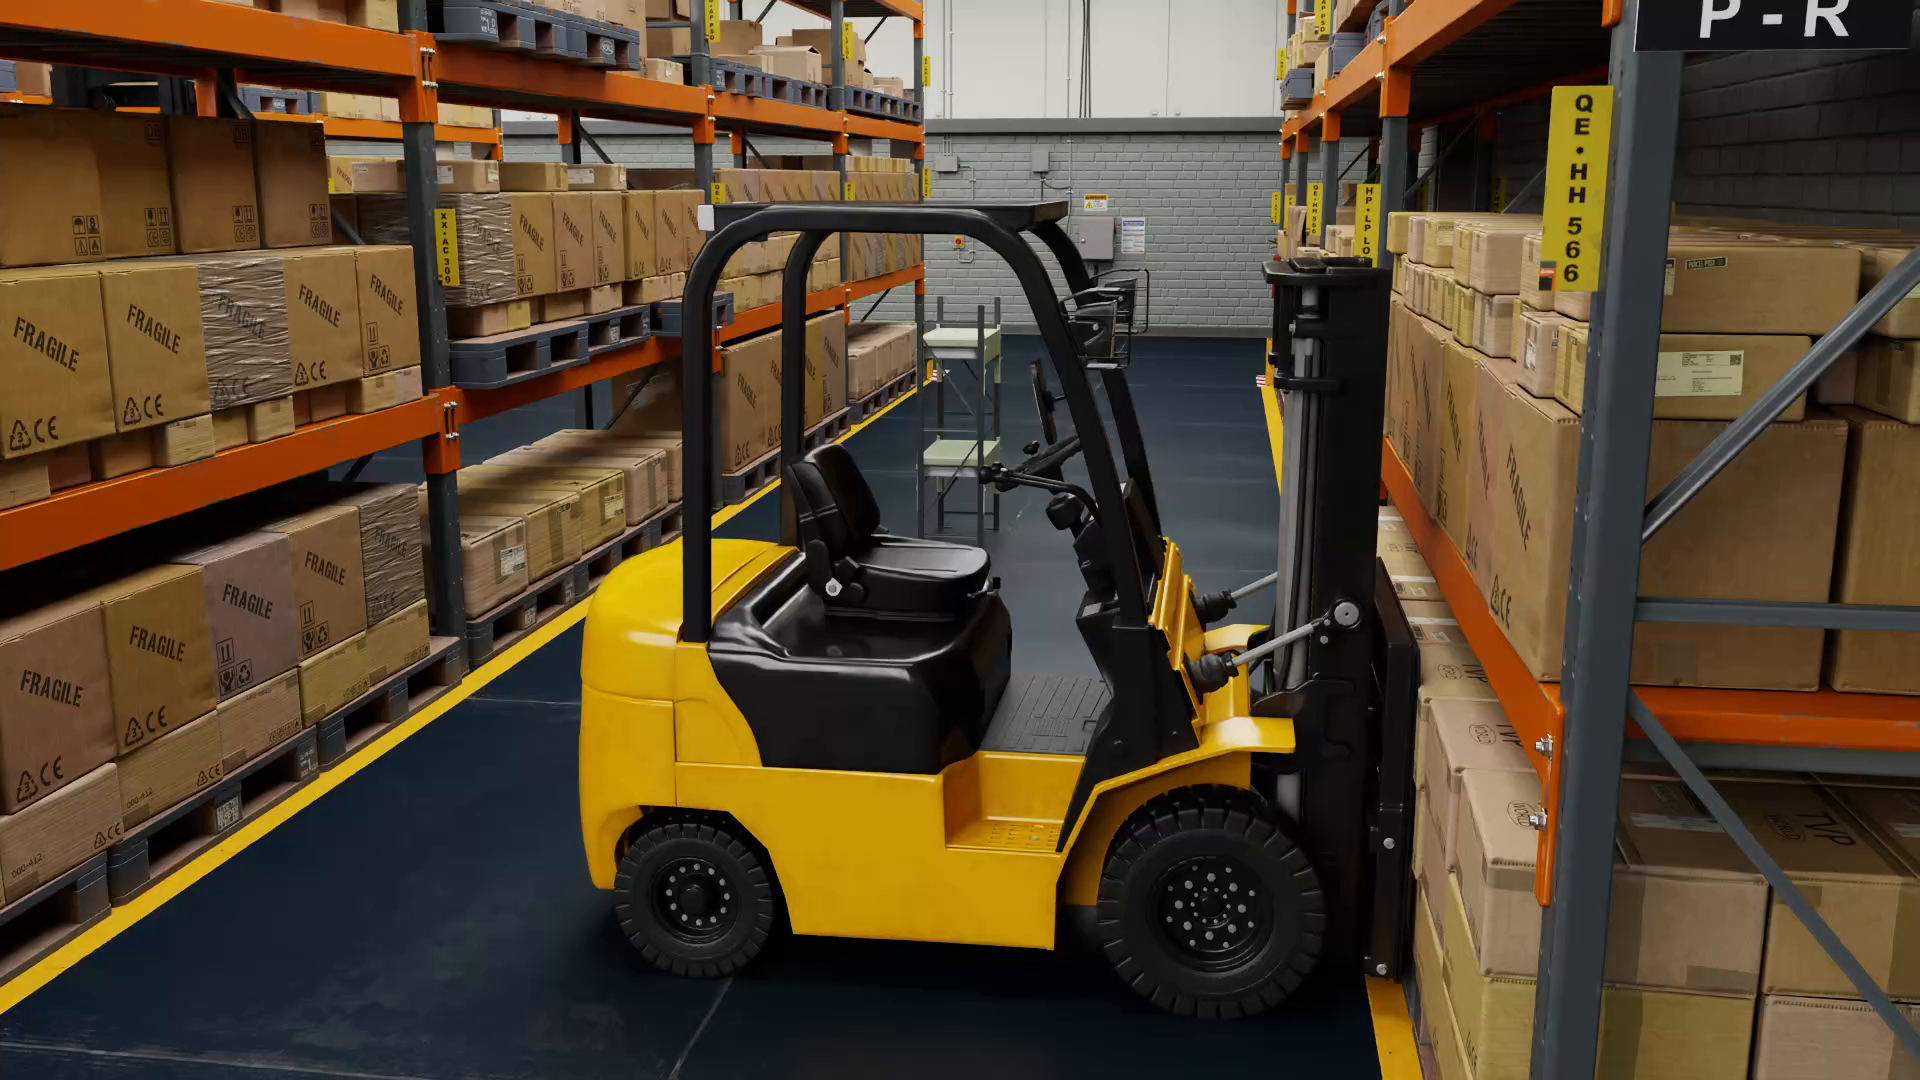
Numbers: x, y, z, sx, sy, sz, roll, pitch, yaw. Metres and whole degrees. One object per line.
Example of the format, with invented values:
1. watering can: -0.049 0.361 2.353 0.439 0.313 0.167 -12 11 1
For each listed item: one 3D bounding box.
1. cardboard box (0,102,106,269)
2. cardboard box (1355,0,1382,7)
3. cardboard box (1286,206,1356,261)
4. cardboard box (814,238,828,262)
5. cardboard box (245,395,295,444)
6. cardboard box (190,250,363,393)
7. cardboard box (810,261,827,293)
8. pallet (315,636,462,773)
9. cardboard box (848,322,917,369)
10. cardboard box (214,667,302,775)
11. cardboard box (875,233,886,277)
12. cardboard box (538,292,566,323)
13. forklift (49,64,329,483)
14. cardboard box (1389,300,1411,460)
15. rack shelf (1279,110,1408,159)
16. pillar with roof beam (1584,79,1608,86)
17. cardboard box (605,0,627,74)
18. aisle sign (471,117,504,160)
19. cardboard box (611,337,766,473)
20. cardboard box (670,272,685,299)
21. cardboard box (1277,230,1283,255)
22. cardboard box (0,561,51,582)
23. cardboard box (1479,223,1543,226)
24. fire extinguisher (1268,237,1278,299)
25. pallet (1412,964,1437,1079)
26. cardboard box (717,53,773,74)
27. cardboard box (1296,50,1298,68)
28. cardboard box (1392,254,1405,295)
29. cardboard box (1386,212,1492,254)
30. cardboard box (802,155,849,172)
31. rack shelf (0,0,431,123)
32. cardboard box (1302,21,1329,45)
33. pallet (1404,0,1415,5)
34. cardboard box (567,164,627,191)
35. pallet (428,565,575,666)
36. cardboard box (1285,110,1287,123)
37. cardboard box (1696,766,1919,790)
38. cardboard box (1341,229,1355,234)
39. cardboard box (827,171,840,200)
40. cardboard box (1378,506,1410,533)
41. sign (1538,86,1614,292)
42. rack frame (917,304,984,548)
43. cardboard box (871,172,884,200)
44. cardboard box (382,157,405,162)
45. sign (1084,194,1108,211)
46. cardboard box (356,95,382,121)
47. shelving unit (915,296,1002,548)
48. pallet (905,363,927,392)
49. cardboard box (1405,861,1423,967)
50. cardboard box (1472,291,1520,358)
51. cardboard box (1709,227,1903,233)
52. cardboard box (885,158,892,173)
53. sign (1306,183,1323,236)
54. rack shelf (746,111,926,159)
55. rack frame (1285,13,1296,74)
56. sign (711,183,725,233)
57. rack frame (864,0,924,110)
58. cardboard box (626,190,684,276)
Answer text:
1. cardboard box: -3.234 -1.134 5.320 0.700 0.500 0.500 2 12 8
2. cardboard box: 2.136 -2.693 8.113 0.380 0.149 0.250 2 12 8
3. cardboard box: 3.083 -2.522 13.844 0.700 0.500 0.500 2 12 10
4. cardboard box: -1.424 -2.489 14.092 0.500 0.250 0.500 2 12 10
5. cardboard box: -2.659 -0.445 6.036 0.380 0.149 0.250 2 12 8
6. cardboard box: -2.652 -0.843 6.341 0.500 0.500 0.500 2 12 11
7. cardboard box: -1.426 -2.241 14.128 0.500 0.250 0.500 2 12 8
8. pallet: -2.826 0.648 6.987 1.003 0.211 1.213 2 12 9
9. cardboard box: -0.914 -2.167 18.512 0.875 0.438 0.875 1 12 7
10. cardboard box: -2.737 0.631 5.975 0.500 0.250 0.500 2 12 10
11. cardboard box: -1.032 -2.868 16.443 0.500 0.500 0.500 2 12 9
12. cardboard box: -2.264 -1.209 8.583 0.380 0.149 0.250 2 12 10
13. forklift: -5.037 -1.334 9.725 1.130 2.935 3.031 2 12 9
14. cardboard box: 1.758 -0.552 5.699 0.500 0.500 0.500 2 12 10
15. rack shelf: 3.686 -3.893 16.024 1.077 0.370 4.000 2 12 9
16. pillar with roof beam: -0.801 -4.301 9.089 9.100 9.000 0.400 2 12 9
17. cardboard box: -2.348 -2.888 9.407 0.797 0.503 0.637 2 12 9
18. aisle sign: -5.511 -4.770 19.337 0.394 0.787 0.004 2 12 9
19. cardboard box: -1.954 -0.997 12.045 0.875 0.875 0.875 2 12 8
20. cardboard box: -1.924 -1.584 10.321 0.380 0.149 0.250 2 12 8
21. cardboard box: 3.657 -3.181 17.783 0.500 0.250 0.500 2 12 9
22. cardboard box: -3.345 0.360 5.454 0.500 0.500 0.500 2 12 7
23. cardboard box: 1.610 -0.776 4.491 0.380 0.149 0.250 2 12 9
24. fire extinguisher: 3.559 -3.020 18.455 0.296 0.674 0.183 2 12 9
25. pallet: 1.609 1.339 3.780 1.003 0.211 1.213 2 12 9
26. cardboard box: -1.669 -3.681 12.890 0.380 0.166 0.250 3 13 13
27. cardboard box: 2.785 -3.697 12.772 0.380 0.149 0.250 2 12 8
28. cardboard box: 1.839 -1.005 6.258 0.380 0.149 0.250 2 12 8
29. cardboard box: 1.806 -1.151 6.231 0.380 0.149 0.250 2 12 10
30. cardboard box: -1.222 -3.434 15.157 0.380 0.149 0.250 2 12 8
31. rack shelf: -3.065 -1.555 5.175 1.077 0.370 4.000 2 12 9
32. cardboard box: 2.720 -3.734 12.238 0.380 0.149 0.250 2 12 9
33. pallet: 2.042 -1.941 5.470 1.003 0.211 1.213 2 12 9
34. cardboard box: -2.115 -2.056 9.434 0.380 0.149 0.250 1 12 6
35. pallet: -2.639 0.345 8.394 1.003 0.211 1.213 2 12 9
36. cardboard box: 3.504 -4.322 16.906 0.380 0.149 0.250 2 12 10
37. cardboard box: 1.867 0.588 3.800 0.500 0.250 0.500 2 12 9
38. cardboard box: 2.341 -1.673 9.362 0.380 0.149 0.250 2 12 9
39. cardboard box: -1.348 -2.958 14.490 0.500 0.500 0.500 2 12 10
40. cardboard box: 1.764 0.044 6.325 0.500 0.250 0.500 2 12 8
41. sign: 0.999 -0.566 2.689 0.100 0.325 0.005 2 12 9
42. rack frame: -0.057 -0.656 9.975 0.400 1.500 0.023 2 12 9
43. cardboard box: -1.041 -3.362 16.363 0.500 0.500 0.500 2 12 10
44. cardboard box: -5.951 -3.643 16.959 0.500 0.500 0.500 2 12 10
45. sign: 1.963 -4.879 24.053 0.339 0.242 0.001 2 12 9
46. cardboard box: -6.034 -4.247 16.314 0.500 0.250 0.500 2 12 8
47. shelving unit: -0.001 -0.732 10.329 0.431 1.500 0.755 2 12 9
48. pallet: -0.957 -1.822 18.448 1.003 0.211 1.213 2 12 9
49. cardboard box: 1.465 0.960 4.449 0.500 0.250 0.500 2 12 9
50. cardboard box: 1.463 -0.526 4.035 0.380 0.149 0.250 1 12 7
51. cardboard box: 2.102 -0.705 4.162 0.380 0.149 0.250 2 12 7
52. cardboard box: -0.911 -3.861 17.137 0.380 0.149 0.250 2 12 10
53. sign: 2.225 -2.072 10.427 0.100 0.325 0.005 2 12 9
54. rack shelf: -1.219 -4.053 16.767 1.077 0.370 4.000 2 12 9
55. rack frame: 3.993 -6.127 17.564 1.000 3.000 0.127 2 12 9
56. sign: -1.604 -2.201 11.025 0.100 0.325 0.005 2 12 9
57. rack frame: -0.912 -6.287 18.307 1.000 3.000 0.127 2 12 9
58. cardboard box: -2.006 -1.877 10.143 0.500 0.500 0.500 2 12 8
